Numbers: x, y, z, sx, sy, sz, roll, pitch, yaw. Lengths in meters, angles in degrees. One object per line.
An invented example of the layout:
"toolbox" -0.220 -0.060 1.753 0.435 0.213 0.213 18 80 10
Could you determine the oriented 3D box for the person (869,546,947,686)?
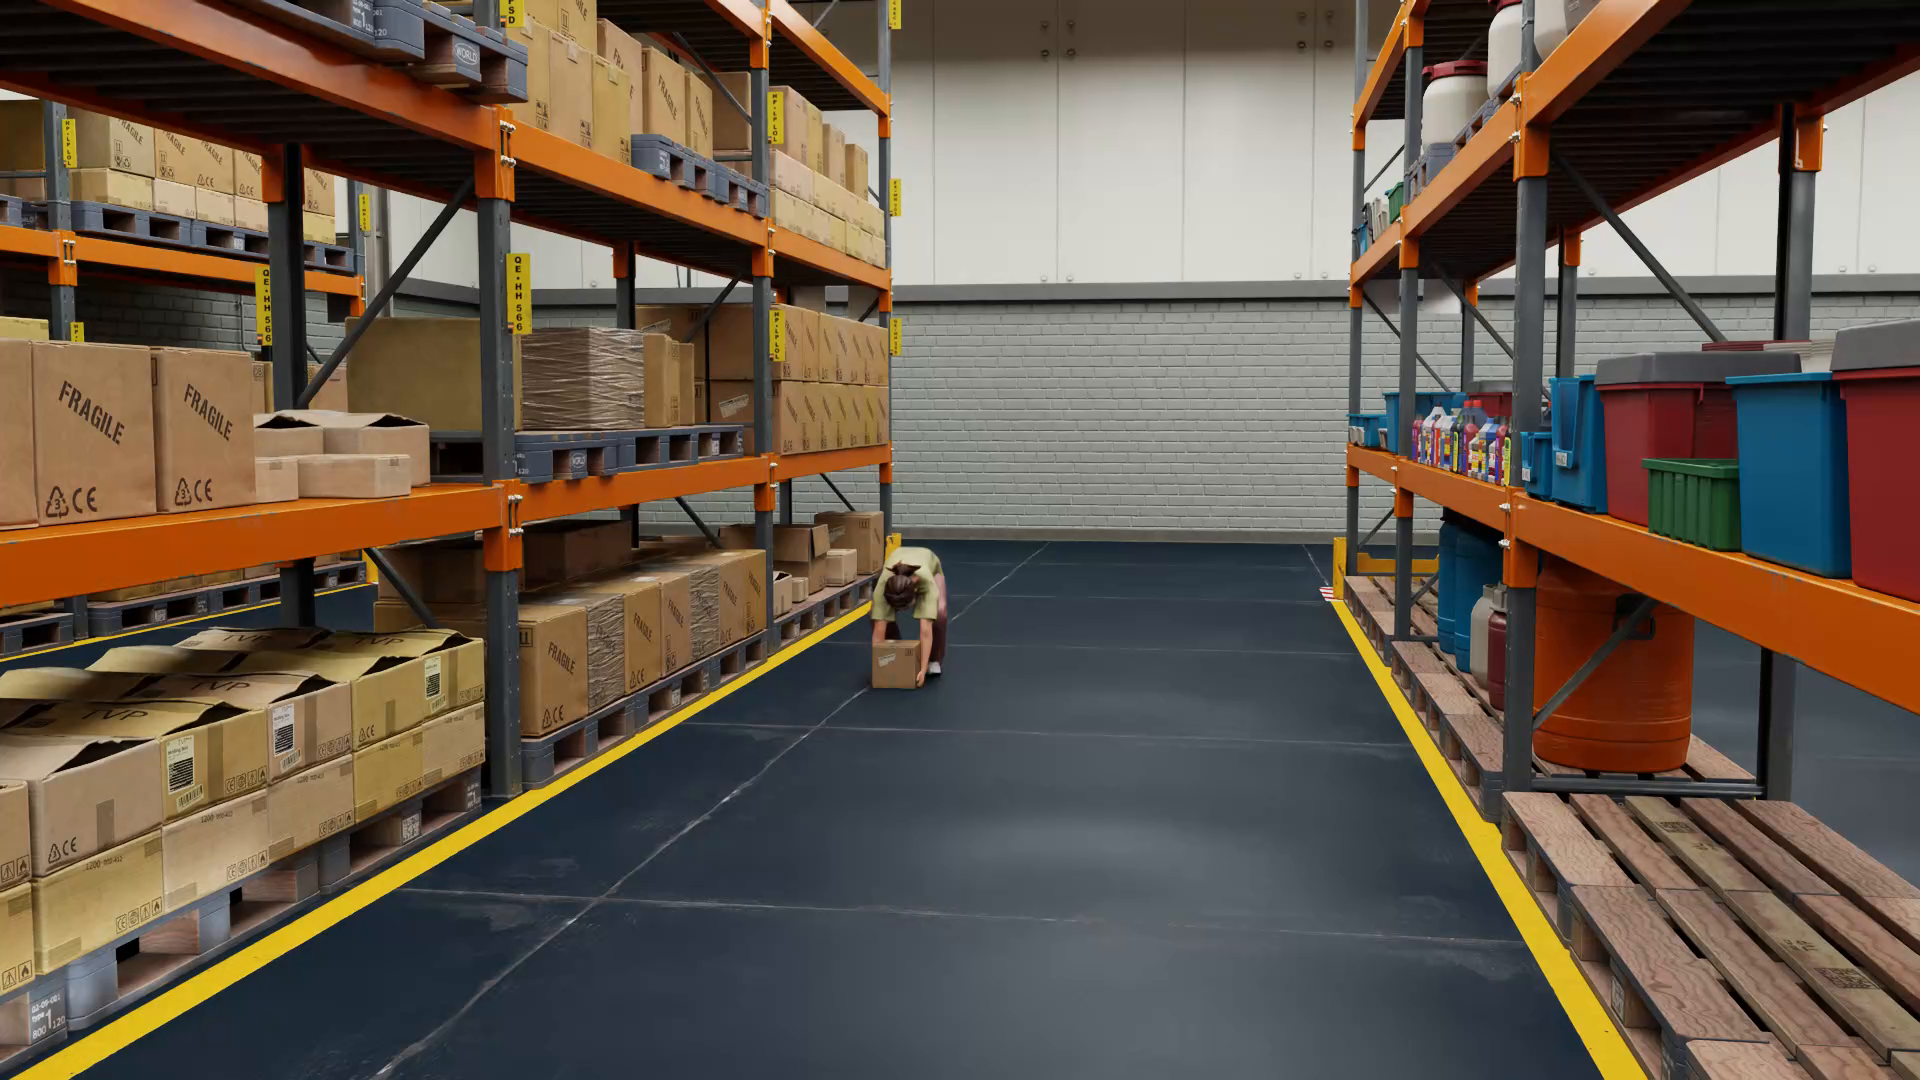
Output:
"person" -0.305 0.451 10.007 0.472 0.795 0.864 1 5 8
